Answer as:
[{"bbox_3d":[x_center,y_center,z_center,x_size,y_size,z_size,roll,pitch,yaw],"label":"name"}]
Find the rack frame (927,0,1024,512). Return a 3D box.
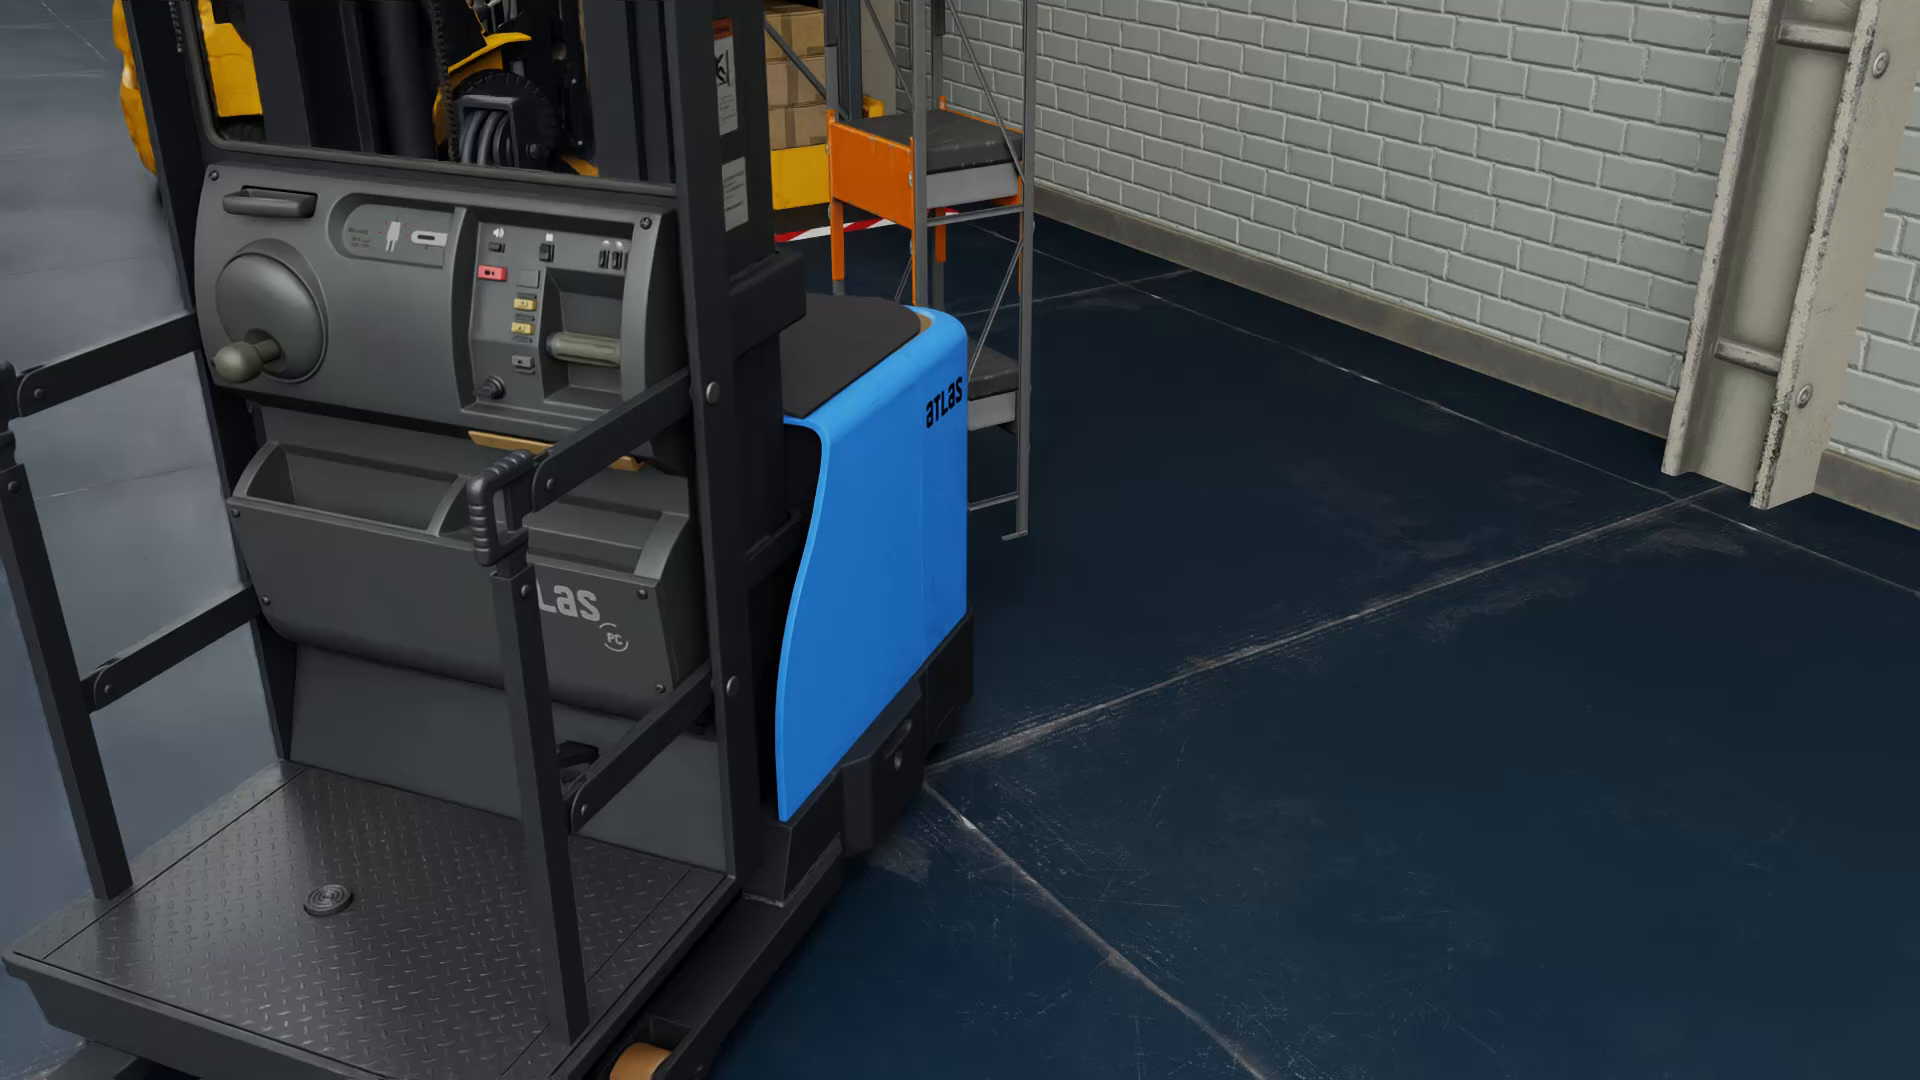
[{"bbox_3d":[0.044,-0.922,4.743,0.380,1.831,0.006,-16,29,-30],"label":"rack frame"}]

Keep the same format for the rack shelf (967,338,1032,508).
[{"bbox_3d":[-0.090,-0.363,5.232,0.431,0.518,0.480,-16,29,-30],"label":"rack shelf"}]

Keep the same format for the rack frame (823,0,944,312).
[{"bbox_3d":[-0.224,-1.096,5.112,0.400,2.100,0.015,-16,29,-30],"label":"rack frame"}]

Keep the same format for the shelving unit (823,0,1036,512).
[{"bbox_3d":[-0.092,-1.010,4.929,0.431,2.100,0.499,-16,29,-30],"label":"shelving unit"}]

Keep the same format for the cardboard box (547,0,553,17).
[{"bbox_3d":[-2.341,-3.281,10.244,0.500,0.250,0.500,-16,30,-31],"label":"cardboard box"}]

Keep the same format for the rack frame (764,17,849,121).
[{"bbox_3d":[-0.994,-3.247,8.615,0.949,2.616,0.053,-16,29,-30],"label":"rack frame"}]

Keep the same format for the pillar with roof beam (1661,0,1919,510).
[{"bbox_3d":[-0.947,-3.271,1.637,9.100,9.000,0.400,-16,29,-30],"label":"pillar with roof beam"}]

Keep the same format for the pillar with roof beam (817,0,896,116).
[{"bbox_3d":[-4.223,-5.417,6.183,9.100,9.000,0.400,-16,29,-30],"label":"pillar with roof beam"}]

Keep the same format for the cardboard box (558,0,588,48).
[{"bbox_3d":[-2.071,-3.098,9.857,0.500,0.250,0.500,-15,29,-29],"label":"cardboard box"}]

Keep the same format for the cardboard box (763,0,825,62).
[{"bbox_3d":[-1.095,-2.863,9.358,0.500,0.250,0.500,-16,30,-30],"label":"cardboard box"}]

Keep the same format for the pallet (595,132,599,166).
[{"bbox_3d":[-1.444,-2.251,9.771,1.003,0.211,1.213,-16,29,-30],"label":"pallet"}]

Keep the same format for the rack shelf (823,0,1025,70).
[{"bbox_3d":[-0.090,-1.629,4.634,0.431,0.518,0.480,-16,29,-30],"label":"rack shelf"}]

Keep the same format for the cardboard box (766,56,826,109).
[{"bbox_3d":[-1.074,-2.637,9.466,0.500,0.250,0.500,-15,29,-29],"label":"cardboard box"}]

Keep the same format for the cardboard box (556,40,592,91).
[{"bbox_3d":[-2.083,-2.883,9.988,0.500,0.250,0.500,-16,30,-31],"label":"cardboard box"}]

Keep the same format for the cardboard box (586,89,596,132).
[{"bbox_3d":[-2.041,-2.650,10.079,0.500,0.250,0.500,-15,29,-29],"label":"cardboard box"}]

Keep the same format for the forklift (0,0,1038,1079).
[{"bbox_3d":[-0.798,-0.585,3.057,1.130,2.935,4.060,10,27,20],"label":"forklift"}]

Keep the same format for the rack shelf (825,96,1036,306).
[{"bbox_3d":[-0.090,-0.996,4.933,0.431,0.518,0.480,-16,29,-30],"label":"rack shelf"}]

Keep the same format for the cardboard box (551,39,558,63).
[{"bbox_3d":[-2.353,-3.063,10.369,0.500,0.250,0.500,-16,29,-30],"label":"cardboard box"}]

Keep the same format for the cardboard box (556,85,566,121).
[{"bbox_3d":[-2.344,-2.831,10.461,0.500,0.250,0.500,-15,29,-28],"label":"cardboard box"}]

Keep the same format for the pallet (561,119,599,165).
[{"bbox_3d":[-2.105,-2.687,10.694,1.003,0.211,1.213,-16,29,-30],"label":"pallet"}]

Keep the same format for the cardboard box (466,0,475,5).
[{"bbox_3d":[-3.173,-3.831,11.410,0.500,0.250,0.500,-16,30,-30],"label":"cardboard box"}]

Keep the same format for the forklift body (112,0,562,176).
[{"bbox_3d":[-3.555,-3.117,9.334,2.313,2.155,1.214,-16,29,-30],"label":"forklift body"}]
